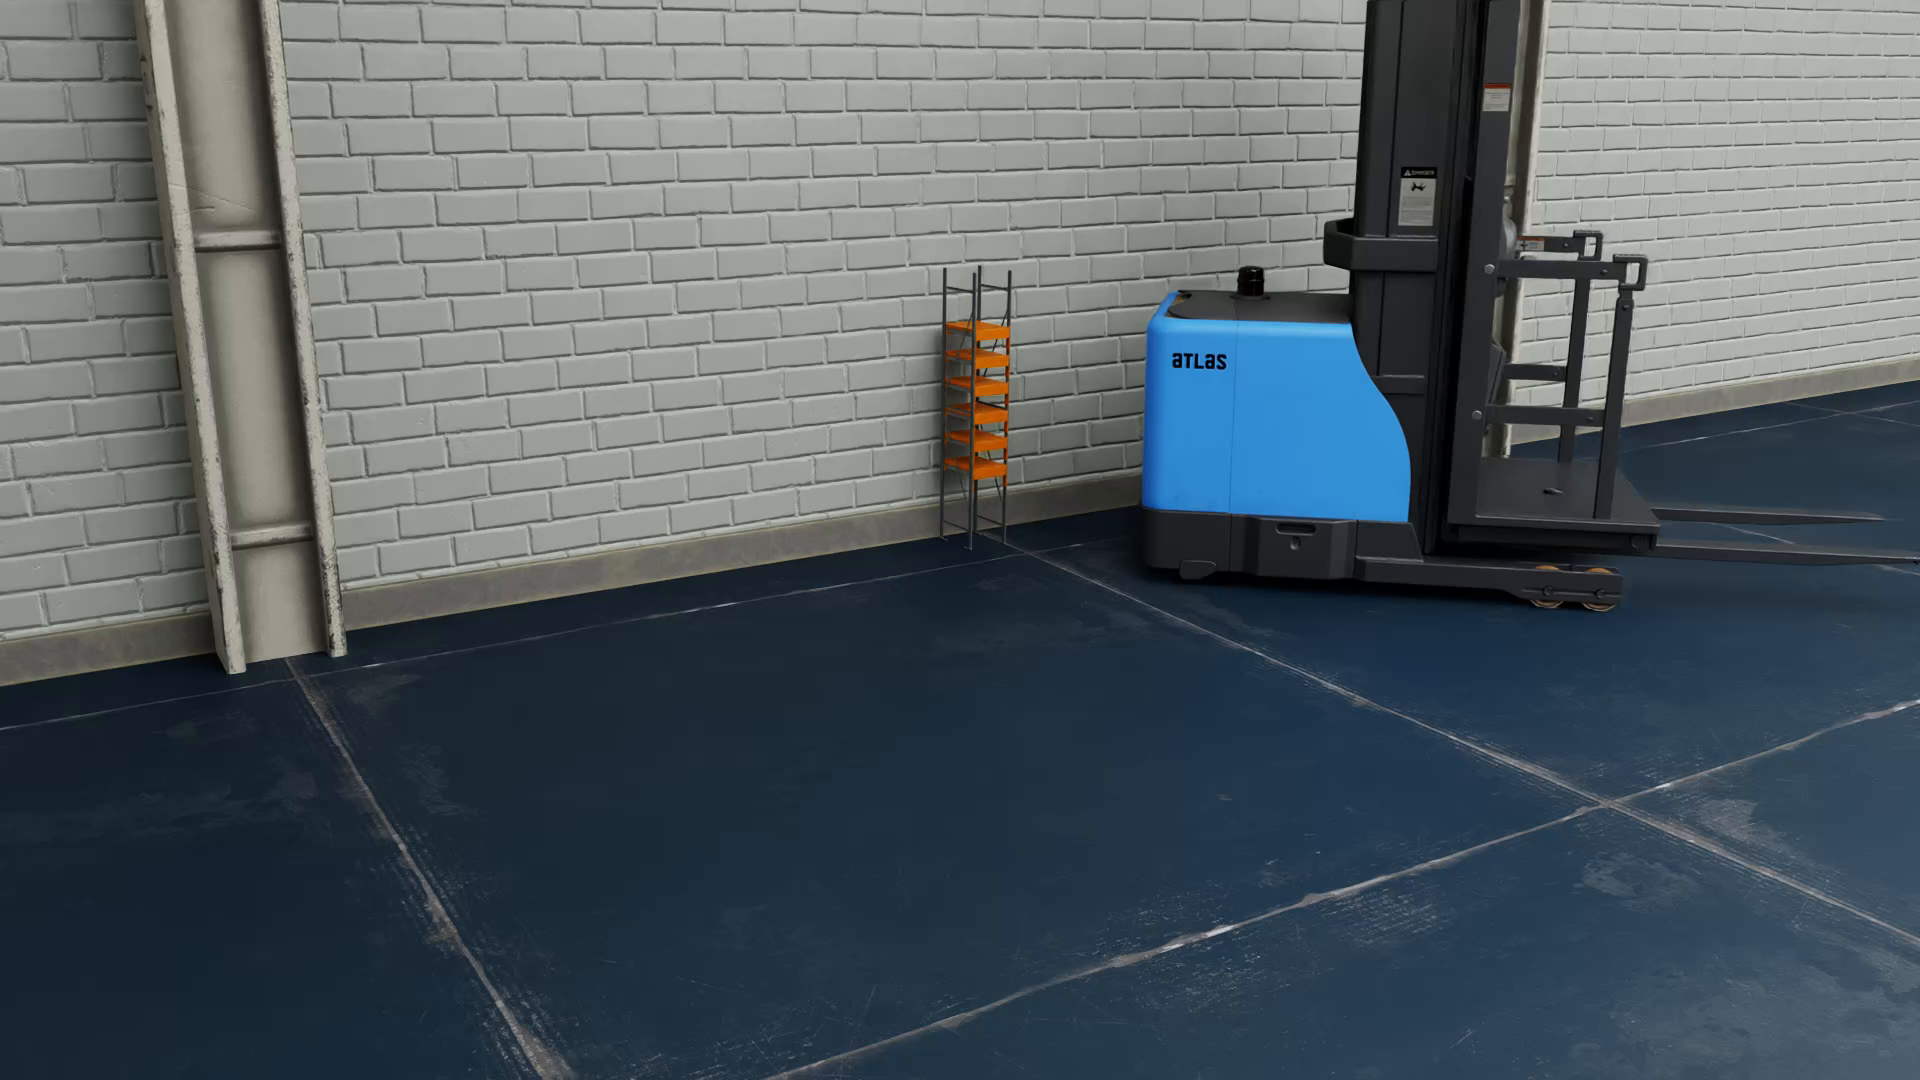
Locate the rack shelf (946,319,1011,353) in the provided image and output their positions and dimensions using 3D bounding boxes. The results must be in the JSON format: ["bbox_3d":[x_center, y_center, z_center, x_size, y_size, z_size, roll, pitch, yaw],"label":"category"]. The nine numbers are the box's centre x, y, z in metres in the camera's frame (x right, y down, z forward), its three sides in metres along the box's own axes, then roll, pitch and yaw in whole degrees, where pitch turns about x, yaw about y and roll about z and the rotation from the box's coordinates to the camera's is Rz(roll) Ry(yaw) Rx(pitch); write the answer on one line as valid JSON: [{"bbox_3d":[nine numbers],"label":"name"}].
[{"bbox_3d":[0.069,-0.876,7.137,0.180,0.103,0.258,-10,19,-34],"label":"rack shelf"}]

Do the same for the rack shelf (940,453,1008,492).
[{"bbox_3d":[0.060,-0.298,7.295,0.180,0.103,0.258,-10,19,-34],"label":"rack shelf"}]

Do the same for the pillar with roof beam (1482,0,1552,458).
[{"bbox_3d":[4.921,-3.769,4.183,0.400,9.000,9.100,-9,18,-30],"label":"pillar with roof beam"}]

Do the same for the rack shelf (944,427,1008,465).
[{"bbox_3d":[0.062,-0.414,7.264,0.180,0.103,0.258,-10,19,-34],"label":"rack shelf"}]

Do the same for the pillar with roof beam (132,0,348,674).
[{"bbox_3d":[-0.222,-2.935,1.207,0.400,9.000,9.100,-9,18,-30],"label":"pillar with roof beam"}]

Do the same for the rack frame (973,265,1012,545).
[{"bbox_3d":[0.139,-0.585,7.271,0.006,1.200,0.240,-10,19,-34],"label":"rack frame"}]

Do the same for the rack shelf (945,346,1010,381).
[{"bbox_3d":[0.067,-0.761,7.168,0.180,0.103,0.258,-10,19,-34],"label":"rack shelf"}]

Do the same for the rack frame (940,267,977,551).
[{"bbox_3d":[-0.011,-0.559,7.169,0.006,1.200,0.240,-10,19,-34],"label":"rack frame"}]

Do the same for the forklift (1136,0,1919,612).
[{"bbox_3d":[2.297,-1.291,6.585,3.031,2.935,1.130,3,16,11],"label":"forklift"}]

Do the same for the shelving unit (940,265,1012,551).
[{"bbox_3d":[0.064,-0.572,7.220,0.189,1.200,0.258,-10,19,-34],"label":"shelving unit"}]

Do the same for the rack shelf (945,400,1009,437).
[{"bbox_3d":[0.064,-0.529,7.232,0.180,0.103,0.258,-10,19,-34],"label":"rack shelf"}]

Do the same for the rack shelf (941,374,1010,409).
[{"bbox_3d":[0.065,-0.645,7.200,0.180,0.103,0.258,-10,19,-34],"label":"rack shelf"}]
